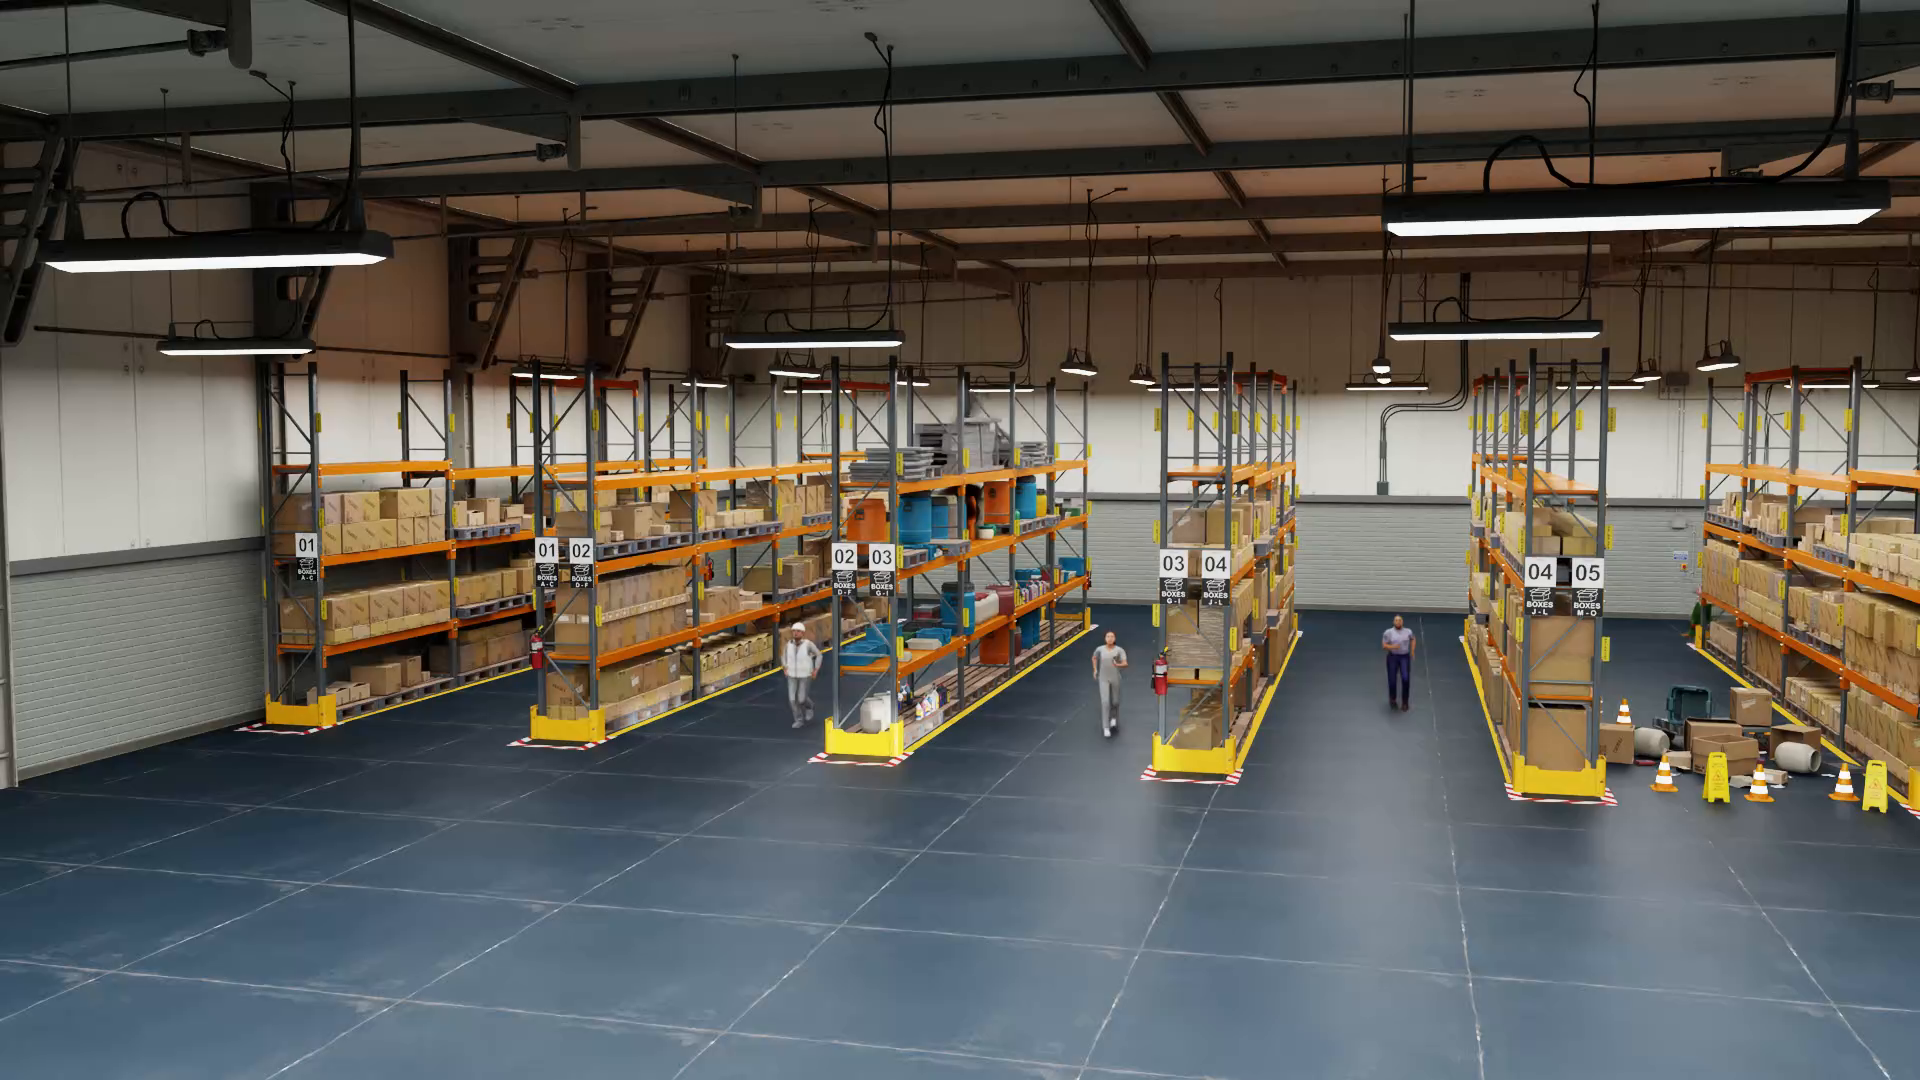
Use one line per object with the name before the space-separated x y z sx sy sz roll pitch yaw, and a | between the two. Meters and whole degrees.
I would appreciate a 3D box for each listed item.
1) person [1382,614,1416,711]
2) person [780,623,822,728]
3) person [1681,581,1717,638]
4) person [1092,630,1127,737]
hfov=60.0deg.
person | 7.675 2.151 29.092 0.576 1.682 0.716 1 4 13
person | -2.627 2.218 27.346 0.692 1.730 0.599 1 4 13
person | 17.035 1.412 38.228 0.721 1.728 0.966 -4 6 -43
person | 2.407 2.262 26.736 0.564 1.655 0.969 0 4 3
